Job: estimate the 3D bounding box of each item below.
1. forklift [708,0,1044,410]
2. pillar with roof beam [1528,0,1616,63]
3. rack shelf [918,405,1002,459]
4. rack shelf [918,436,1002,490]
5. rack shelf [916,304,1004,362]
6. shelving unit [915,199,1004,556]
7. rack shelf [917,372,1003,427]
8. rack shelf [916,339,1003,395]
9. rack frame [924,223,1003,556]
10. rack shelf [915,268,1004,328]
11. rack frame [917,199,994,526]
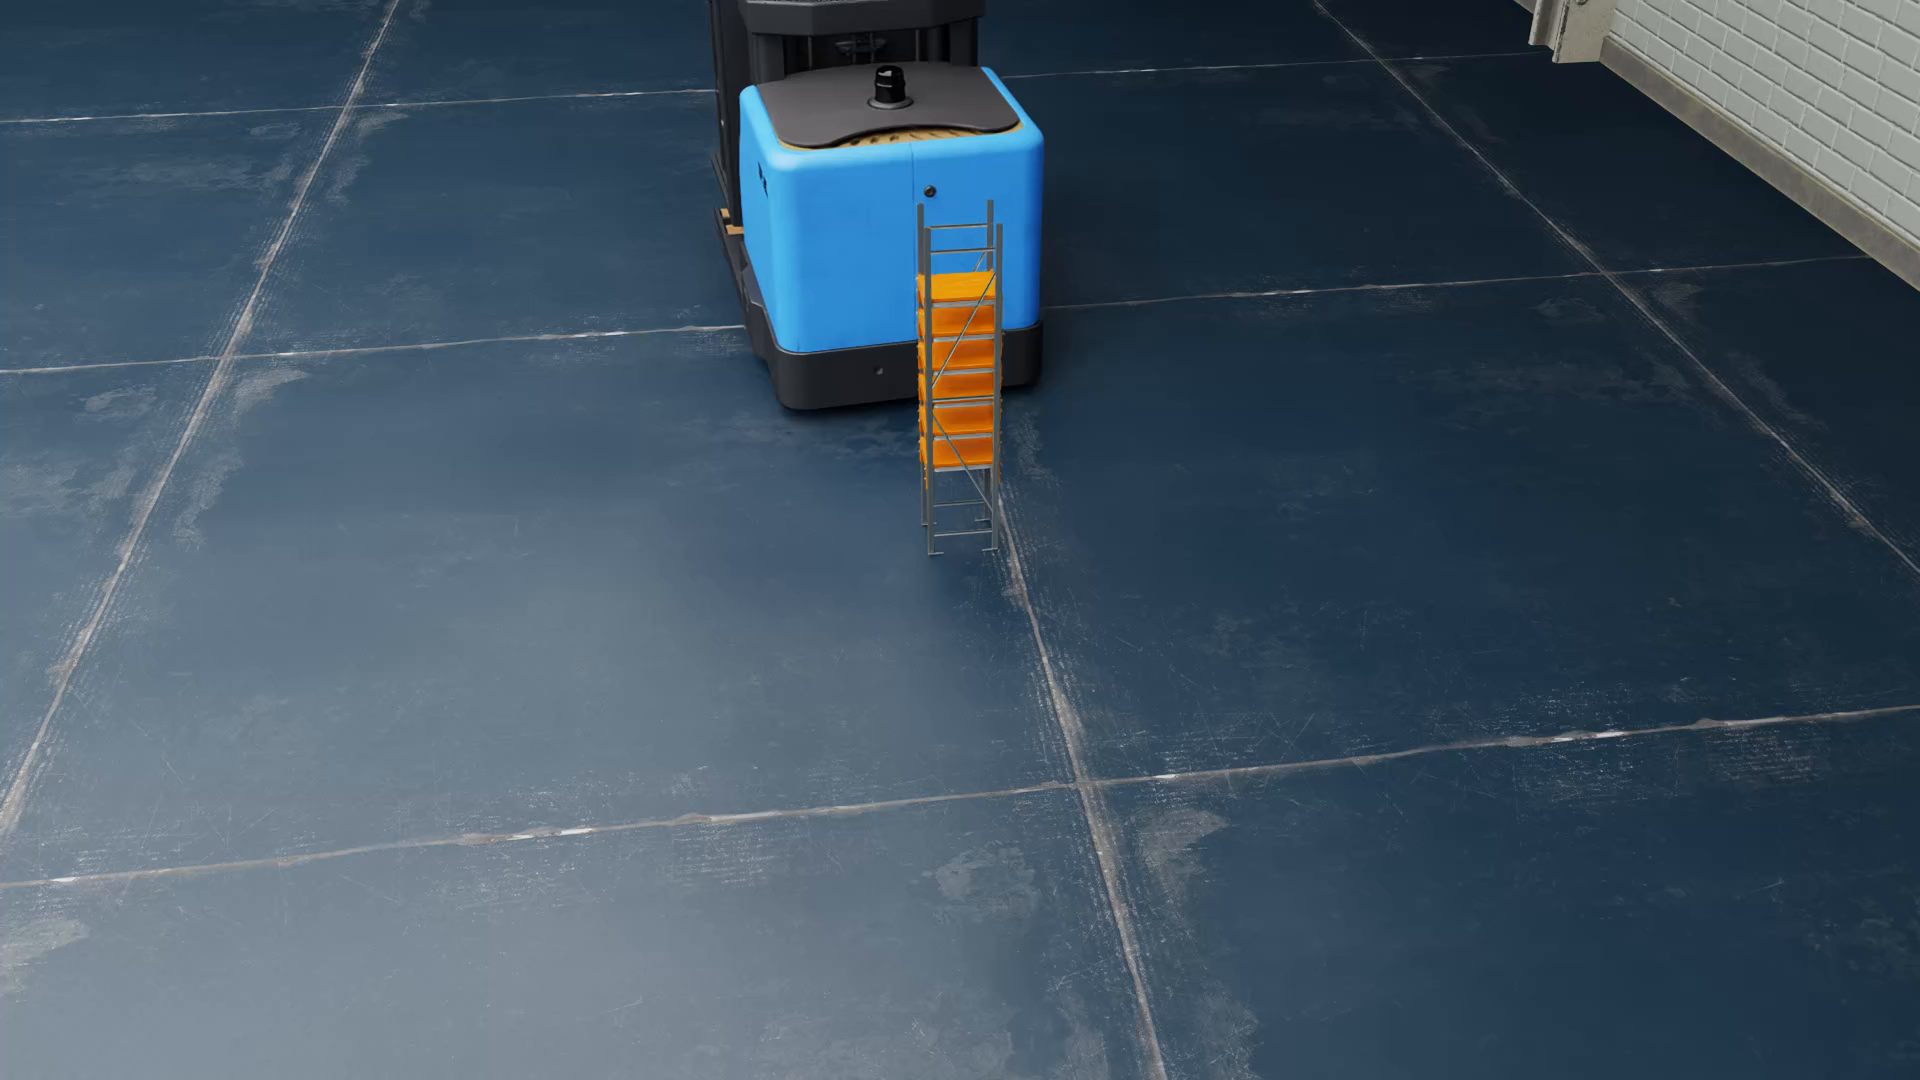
[{"bbox_3d":[-0.525,-2.533,6.865,1.130,2.935,3.031,-8,35,-11],"label":"forklift"},{"bbox_3d":[-0.584,-6.362,7.095,9.100,9.000,0.400,-4,35,-6],"label":"pillar with roof beam"},{"bbox_3d":[-0.002,-0.368,5.517,0.258,0.103,0.180,-4,35,-6],"label":"rack shelf"},{"bbox_3d":[-0.002,-0.269,5.584,0.258,0.103,0.180,-4,35,-6],"label":"rack shelf"},{"bbox_3d":[-0.002,-0.665,5.314,0.258,0.103,0.180,-4,35,-6],"label":"rack shelf"},{"bbox_3d":[-0.002,-0.504,5.424,0.258,1.200,0.189,-4,35,-6],"label":"shelving unit"},{"bbox_3d":[-0.002,-0.467,5.449,0.258,0.103,0.180,-4,35,-6],"label":"rack shelf"},{"bbox_3d":[-0.002,-0.566,5.381,0.258,0.103,0.180,-4,35,-6],"label":"rack shelf"},{"bbox_3d":[0.010,-0.453,5.349,0.240,1.200,0.006,-4,35,-6],"label":"rack frame"},{"bbox_3d":[-0.002,-0.765,5.246,0.258,0.103,0.180,-4,35,-6],"label":"rack shelf"},{"bbox_3d":[-0.014,-0.555,5.499,0.240,1.200,0.006,-4,35,-6],"label":"rack frame"}]
